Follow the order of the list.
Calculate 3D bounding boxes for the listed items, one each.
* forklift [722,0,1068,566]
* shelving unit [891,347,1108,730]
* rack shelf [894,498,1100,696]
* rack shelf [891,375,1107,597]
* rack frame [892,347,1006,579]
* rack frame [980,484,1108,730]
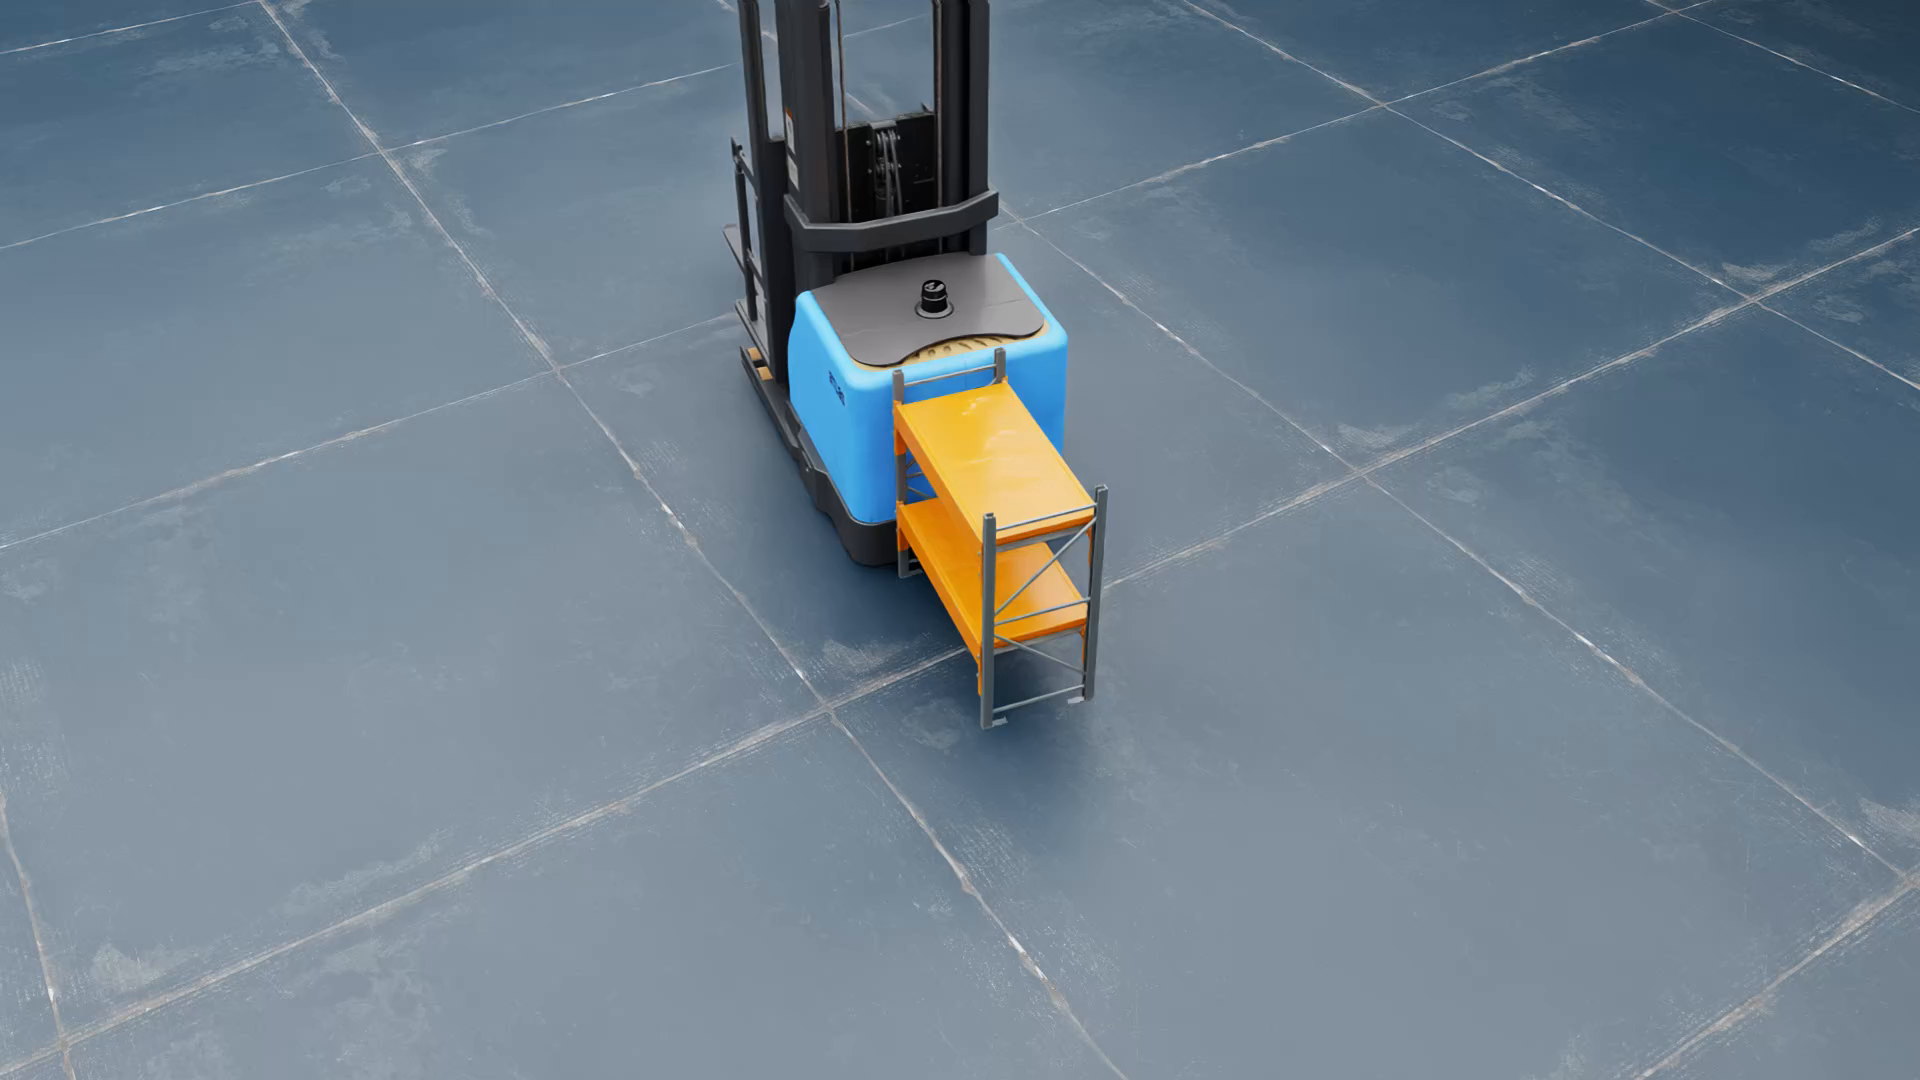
[{"bbox_3d":[-0.516,-1.957,7.870,1.130,2.935,3.031,-14,42,-16],"label":"forklift"},{"bbox_3d":[0.139,-0.016,6.951,0.538,1.125,1.048,-14,42,-16],"label":"shelving unit"},{"bbox_3d":[0.139,0.172,7.108,0.538,0.278,1.000,-14,42,-16],"label":"rack shelf"},{"bbox_3d":[0.139,-0.241,6.764,0.538,0.278,1.000,-14,42,-16],"label":"rack shelf"},{"bbox_3d":[-0.044,-0.319,7.315,0.500,1.125,0.032,-14,42,-16],"label":"rack frame"},{"bbox_3d":[0.323,0.287,6.587,0.500,1.125,0.032,-14,42,-16],"label":"rack frame"}]
